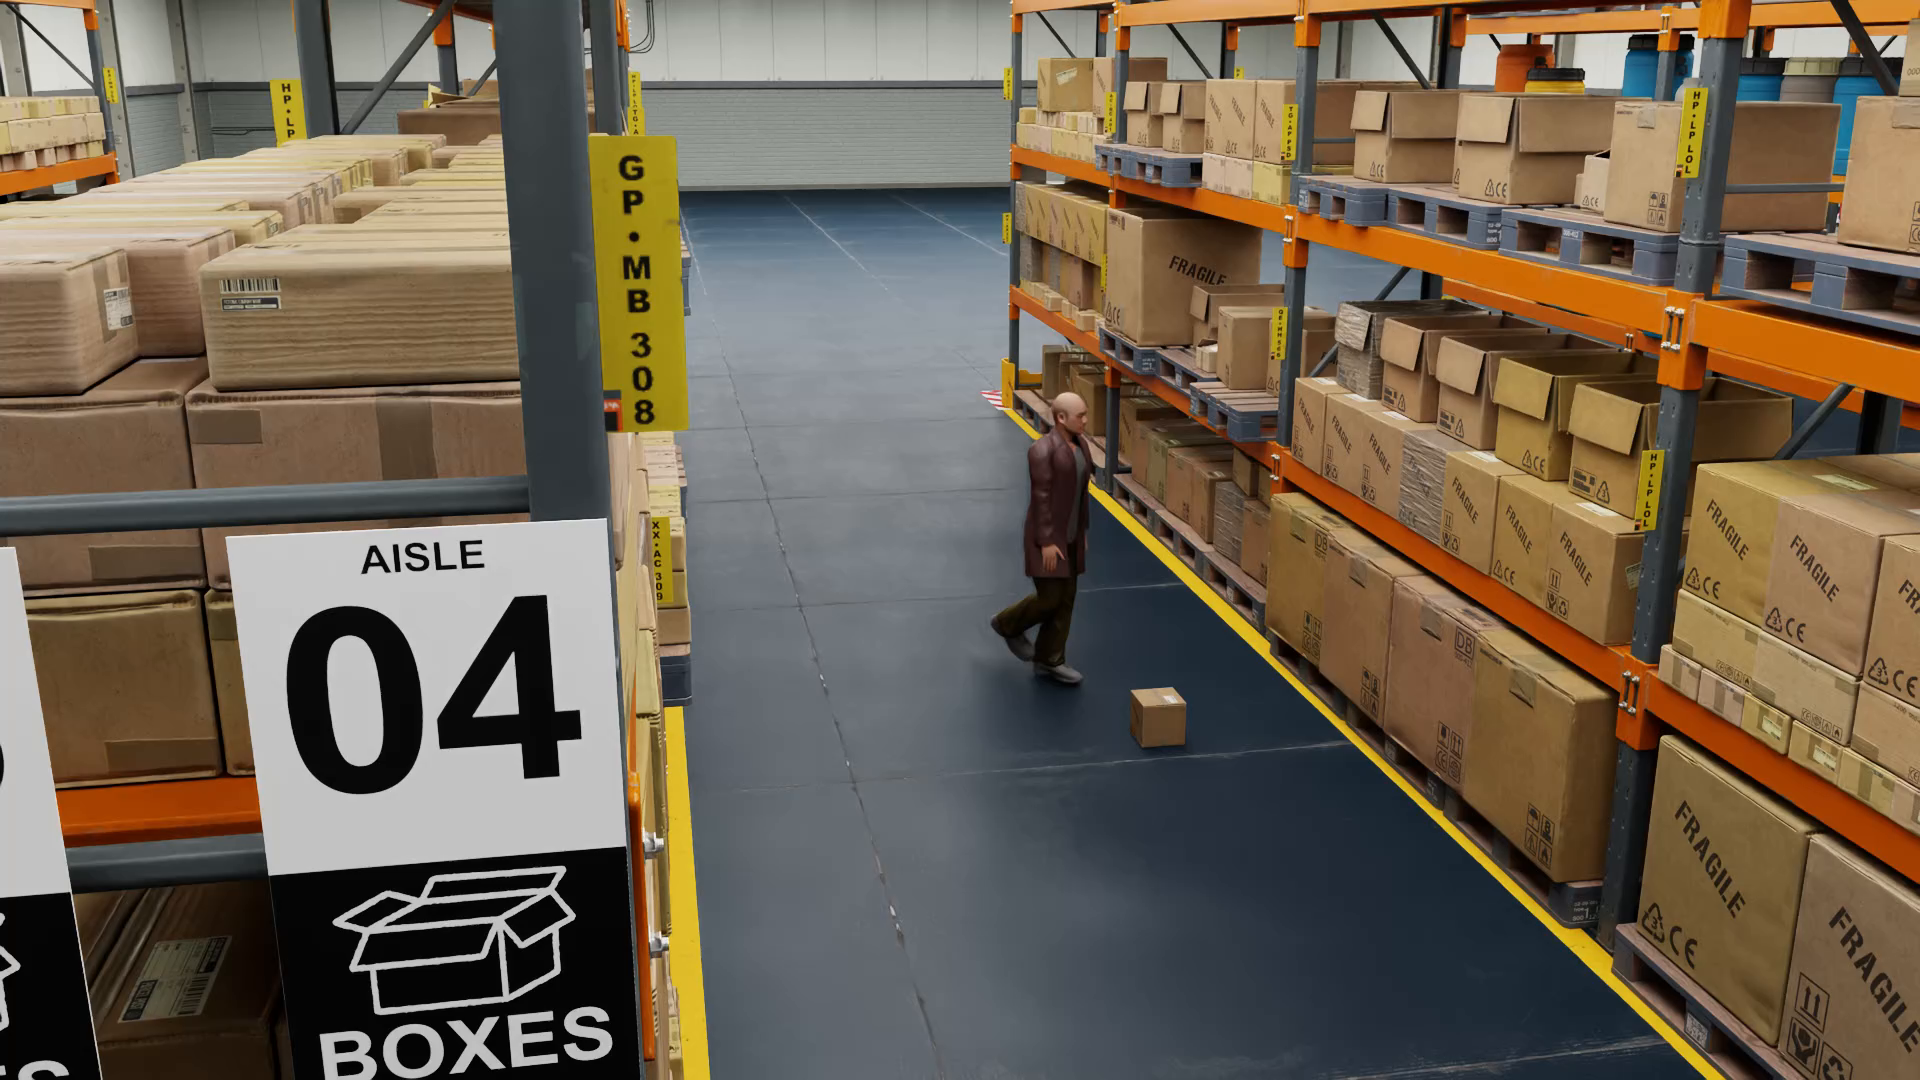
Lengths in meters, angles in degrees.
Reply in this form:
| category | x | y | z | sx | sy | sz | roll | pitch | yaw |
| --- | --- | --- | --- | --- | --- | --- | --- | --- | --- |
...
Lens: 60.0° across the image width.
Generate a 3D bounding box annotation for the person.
| category | x | y | z | sx | sy | sz | roll | pitch | yaw |
| --- | --- | --- | --- | --- | --- | --- | --- | --- | --- |
| person | 0.530 | -0.037 | 10.124 | 0.656 | 1.773 | 0.606 | 14 | 21 | 39 |
